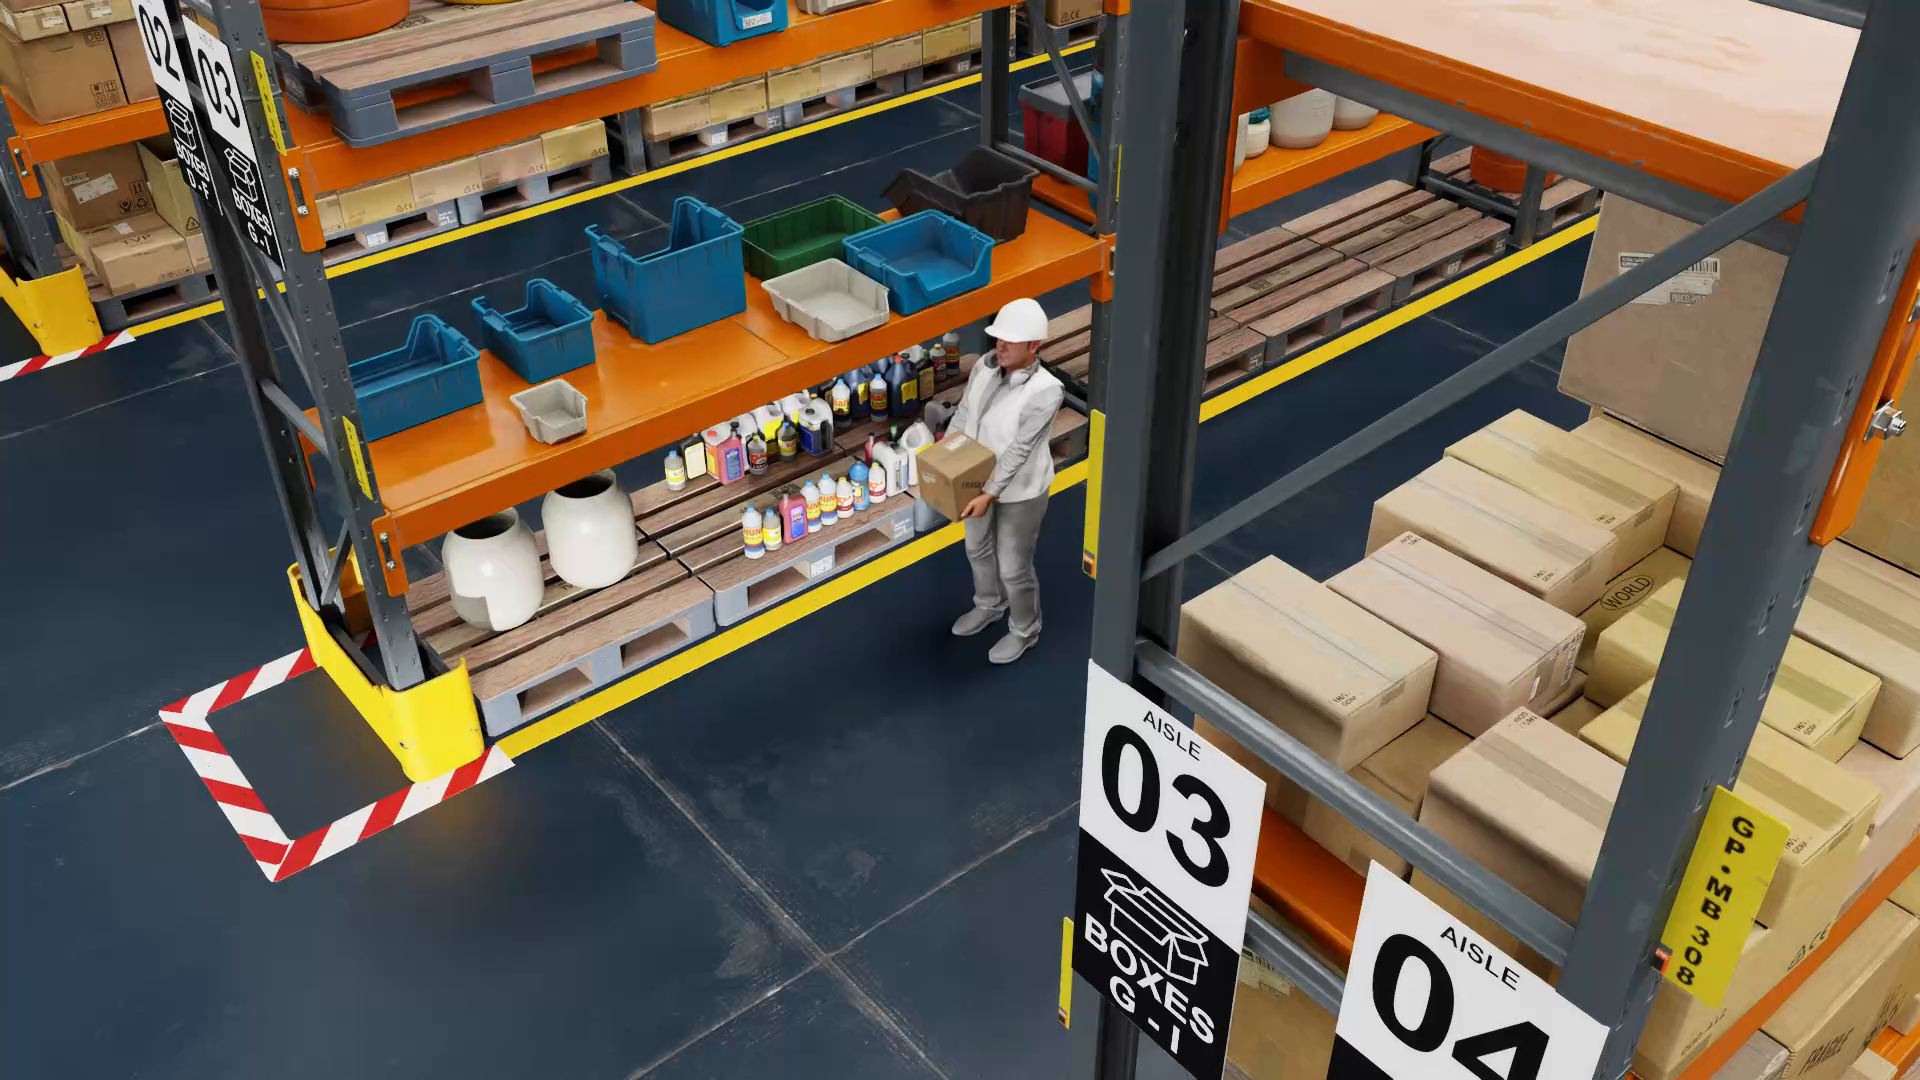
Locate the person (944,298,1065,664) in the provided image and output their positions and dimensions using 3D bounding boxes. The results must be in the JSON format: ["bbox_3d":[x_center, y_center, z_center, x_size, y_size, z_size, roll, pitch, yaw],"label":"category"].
[{"bbox_3d":[0.140,-0.229,7.381,0.544,1.767,0.483,-26,43,-31],"label":"person"}]
